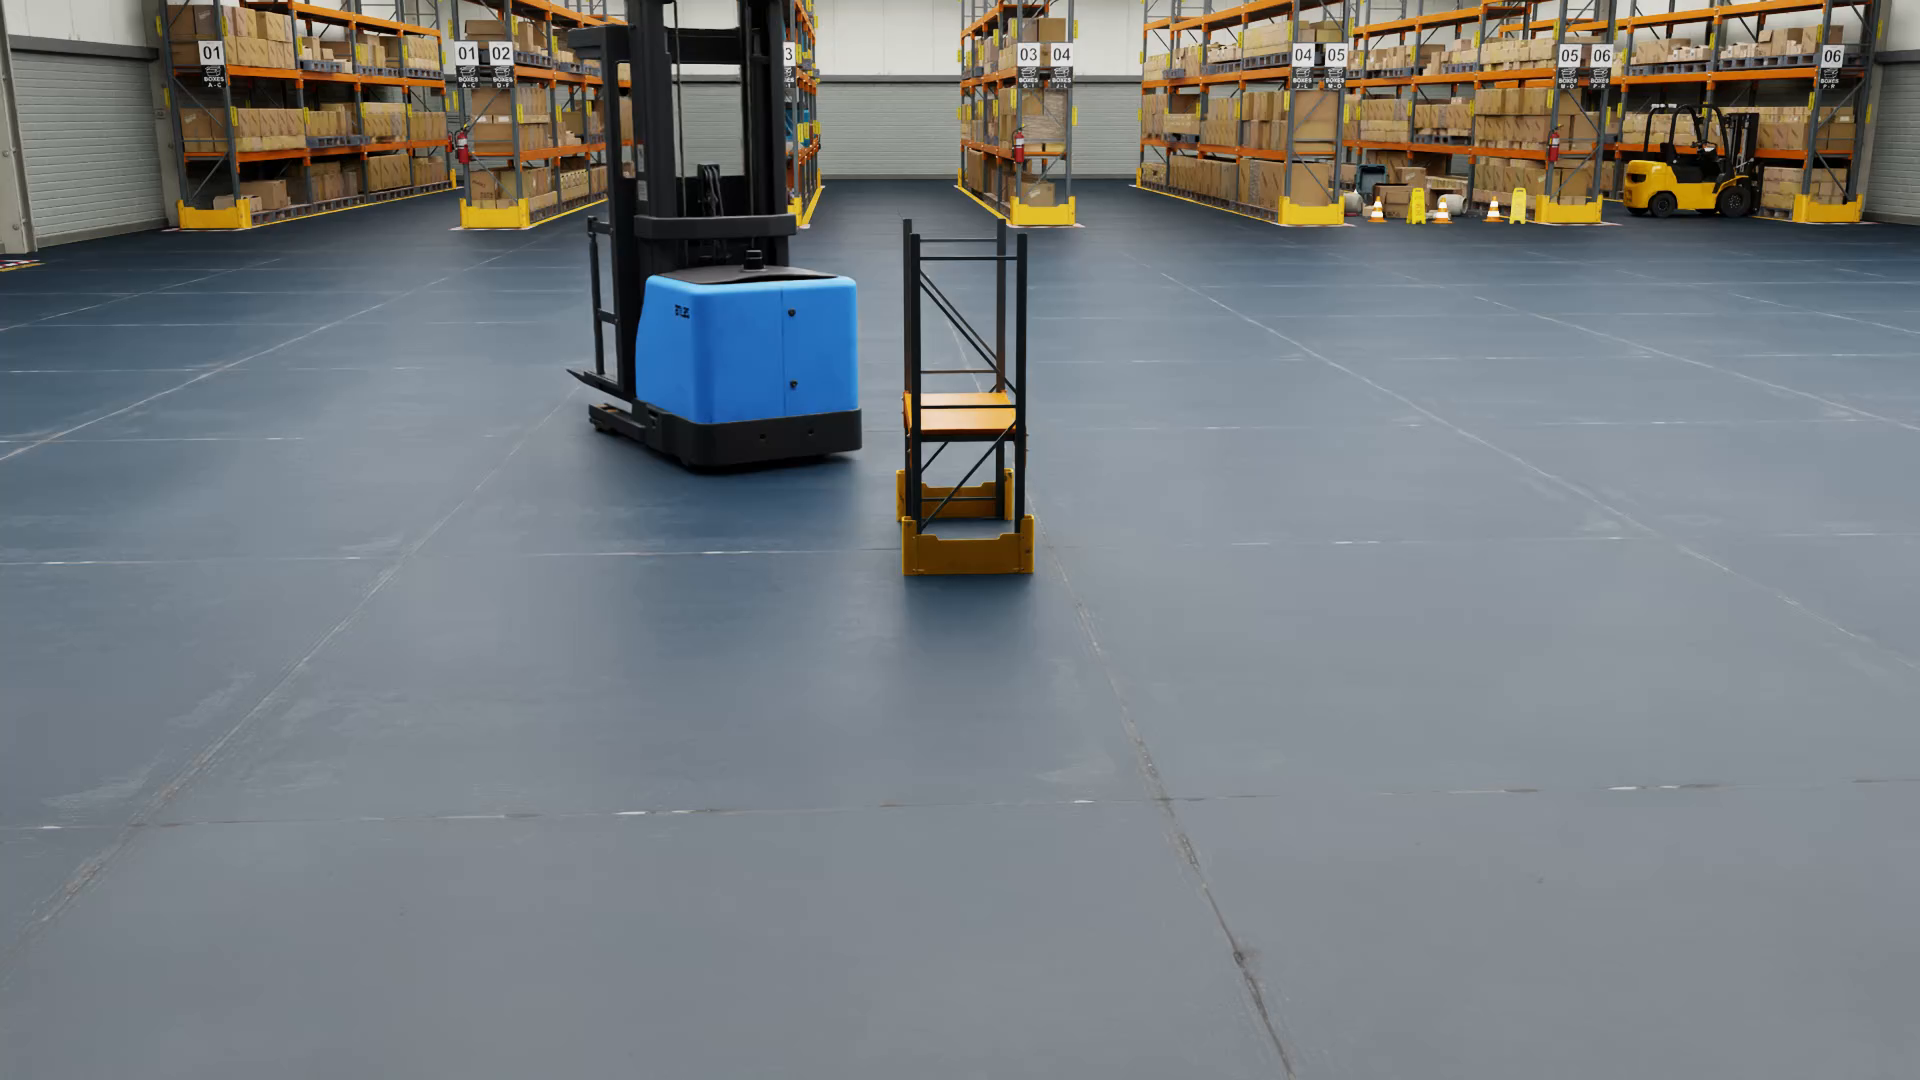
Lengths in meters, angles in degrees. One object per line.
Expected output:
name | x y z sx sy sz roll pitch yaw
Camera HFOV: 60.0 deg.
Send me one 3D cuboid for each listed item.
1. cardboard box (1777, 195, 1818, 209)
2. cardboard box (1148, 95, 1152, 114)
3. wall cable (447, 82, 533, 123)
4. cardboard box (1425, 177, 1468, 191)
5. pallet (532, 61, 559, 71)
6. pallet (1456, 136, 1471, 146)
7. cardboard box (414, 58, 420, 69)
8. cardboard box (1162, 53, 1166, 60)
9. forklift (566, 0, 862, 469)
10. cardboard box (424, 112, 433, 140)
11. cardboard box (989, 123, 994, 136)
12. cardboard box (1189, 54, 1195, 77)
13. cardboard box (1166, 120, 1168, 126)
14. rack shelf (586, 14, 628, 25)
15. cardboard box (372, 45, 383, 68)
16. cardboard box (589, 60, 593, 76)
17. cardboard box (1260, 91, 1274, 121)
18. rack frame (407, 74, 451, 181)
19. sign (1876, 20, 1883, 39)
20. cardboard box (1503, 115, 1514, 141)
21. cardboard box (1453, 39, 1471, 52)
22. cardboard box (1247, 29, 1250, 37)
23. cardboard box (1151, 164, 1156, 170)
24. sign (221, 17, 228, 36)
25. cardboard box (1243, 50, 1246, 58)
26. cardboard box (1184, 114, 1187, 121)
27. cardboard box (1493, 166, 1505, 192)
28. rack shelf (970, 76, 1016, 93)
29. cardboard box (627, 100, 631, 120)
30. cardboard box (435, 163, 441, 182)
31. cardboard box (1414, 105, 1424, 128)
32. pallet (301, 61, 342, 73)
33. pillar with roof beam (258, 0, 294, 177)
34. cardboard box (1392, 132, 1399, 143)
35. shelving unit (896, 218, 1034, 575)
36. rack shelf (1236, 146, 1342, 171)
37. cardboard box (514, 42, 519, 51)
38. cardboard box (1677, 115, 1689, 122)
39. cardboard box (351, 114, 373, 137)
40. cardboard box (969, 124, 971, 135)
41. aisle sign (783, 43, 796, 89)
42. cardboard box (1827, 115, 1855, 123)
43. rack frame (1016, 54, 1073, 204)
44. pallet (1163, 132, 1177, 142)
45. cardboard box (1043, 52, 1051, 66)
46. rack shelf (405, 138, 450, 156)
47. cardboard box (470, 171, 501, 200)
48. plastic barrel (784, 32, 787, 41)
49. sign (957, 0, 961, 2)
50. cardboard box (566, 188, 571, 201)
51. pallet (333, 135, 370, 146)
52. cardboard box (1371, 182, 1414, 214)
cardboard box | 16.025 -6.468 31.819 0.500 0.250 0.500 -1 14 -3
cardboard box | 5.301 -11.590 44.247 0.500 0.500 0.500 -1 14 -5
wall cable | -14.292 -13.817 49.899 3.097 2.526 0.112 -1 14 -3
cardboard box | 10.999 -8.003 37.540 0.950 0.372 0.625 -1 14 -5
pallet | -8.678 -9.675 33.975 0.805 0.209 1.217 -1 15 -6
pallet | 11.266 -8.500 35.430 1.003 0.211 1.213 -1 14 -3
cardboard box | -13.847 -11.943 41.662 0.500 0.250 0.500 -1 14 -5
cardboard box | 5.362 -12.304 42.304 0.380 0.149 0.250 -1 14 -4
forklift | -1.760 -2.146 10.485 1.130 2.935 3.031 -8 17 -29
cardboard box | -14.162 -10.651 42.801 0.980 0.700 0.700 -2 15 -6
cardboard box | 0.903 -8.953 36.262 0.500 0.250 0.500 -1 14 -5
cardboard box | 5.653 -11.058 38.763 0.500 0.500 0.500 -1 14 -3
cardboard box | 5.321 -10.345 41.279 0.380 0.149 0.250 -1 14 -5
rack shelf | -9.230 -13.138 42.481 1.077 0.370 4.000 -1 14 -3
cardboard box | -14.006 -11.364 39.072 0.700 0.500 0.500 -1 14 -4
cardboard box | -8.983 -10.956 38.368 0.910 0.500 0.500 -1 14 -3
cardboard box | 6.309 -8.400 32.185 0.875 0.550 0.500 -1 14 -3
rack frame | -14.298 -11.003 44.771 1.000 3.000 0.127 -1 14 -3
sign | 16.924 -9.405 30.628 0.100 0.325 0.005 -1 14 -3
cardboard box | 11.041 -8.105 32.709 0.500 0.500 0.500 -1 14 -3
cardboard box | 10.920 -10.622 35.726 0.500 0.250 0.500 -1 14 -3
cardboard box | 5.934 -10.109 33.138 0.380 0.149 0.250 -1 14 -4
cardboard box | 5.285 -9.932 44.294 0.380 0.149 0.250 -1 14 -3
sign | -12.765 -8.908 28.856 0.100 0.325 0.005 -1 14 -3
cardboard box | 5.917 -9.787 33.484 0.380 0.149 0.250 -1 14 -4
cardboard box | 5.468 -9.907 38.977 0.380 0.149 0.250 0 14 -2
cardboard box | 11.010 -7.223 33.251 0.500 0.500 0.500 0 14 -1
rack shelf | 0.905 -10.845 39.579 1.077 0.370 4.000 -1 14 -3
cardboard box | -9.020 -11.381 44.033 0.500 0.500 0.500 0 14 -2
cardboard box | -14.124 -9.699 43.876 0.700 0.500 0.500 -1 14 -4
cardboard box | 10.717 -9.676 37.974 0.500 0.500 0.500 -1 14 -5
pallet | -13.554 -9.793 34.427 1.213 0.211 1.003 -1 14 -3
pillar with roof beam | -10.288 -11.649 35.241 9.100 9.000 0.400 -1 14 -3
cardboard box | 10.582 -9.572 39.509 0.500 0.250 0.500 -1 14 -2
shelving unit | 0.005 -0.707 7.766 0.587 1.500 1.083 -1 14 -3
rack shelf | 6.358 -7.454 32.420 1.077 0.370 4.000 -1 14 -3
cardboard box | -8.260 -8.999 30.342 0.380 0.149 0.250 -1 14 -3
cardboard box | 15.734 -9.112 35.918 0.380 0.149 0.250 -1 14 -5
cardboard box | -13.577 -9.340 37.471 0.500 0.500 0.500 0 14 -2
cardboard box | 0.492 -10.415 42.189 0.500 0.250 0.500 -1 14 -4
aisle sign | -3.122 -8.422 29.524 0.394 0.787 0.004 -1 14 -3
cardboard box | 16.608 -7.935 31.343 0.380 0.149 0.250 -1 14 -5
rack frame | 1.525 -7.253 30.197 1.000 3.000 0.127 -1 14 -3
pallet | 5.640 -10.004 41.273 1.003 0.211 1.213 -1 14 -3
cardboard box | 1.753 -8.757 30.323 0.500 0.250 0.500 0 14 -2
rack shelf | -14.174 -10.157 42.928 1.077 0.370 4.000 -1 14 -3
cardboard box | -8.693 -6.465 30.304 0.500 0.500 0.500 -1 14 -3
plastic barrel | -4.080 -10.654 36.390 0.600 0.901 0.600 0 14 0
sign | -0.021 -14.660 44.752 0.100 0.325 0.005 -1 14 -3
cardboard box | -8.419 -7.199 34.662 0.500 0.250 0.500 -1 14 -2
pallet | -13.652 -8.745 36.380 1.213 0.211 1.003 -1 14 -3
cardboard box | 8.714 -6.893 33.535 0.797 0.637 0.503 -1 14 -3
